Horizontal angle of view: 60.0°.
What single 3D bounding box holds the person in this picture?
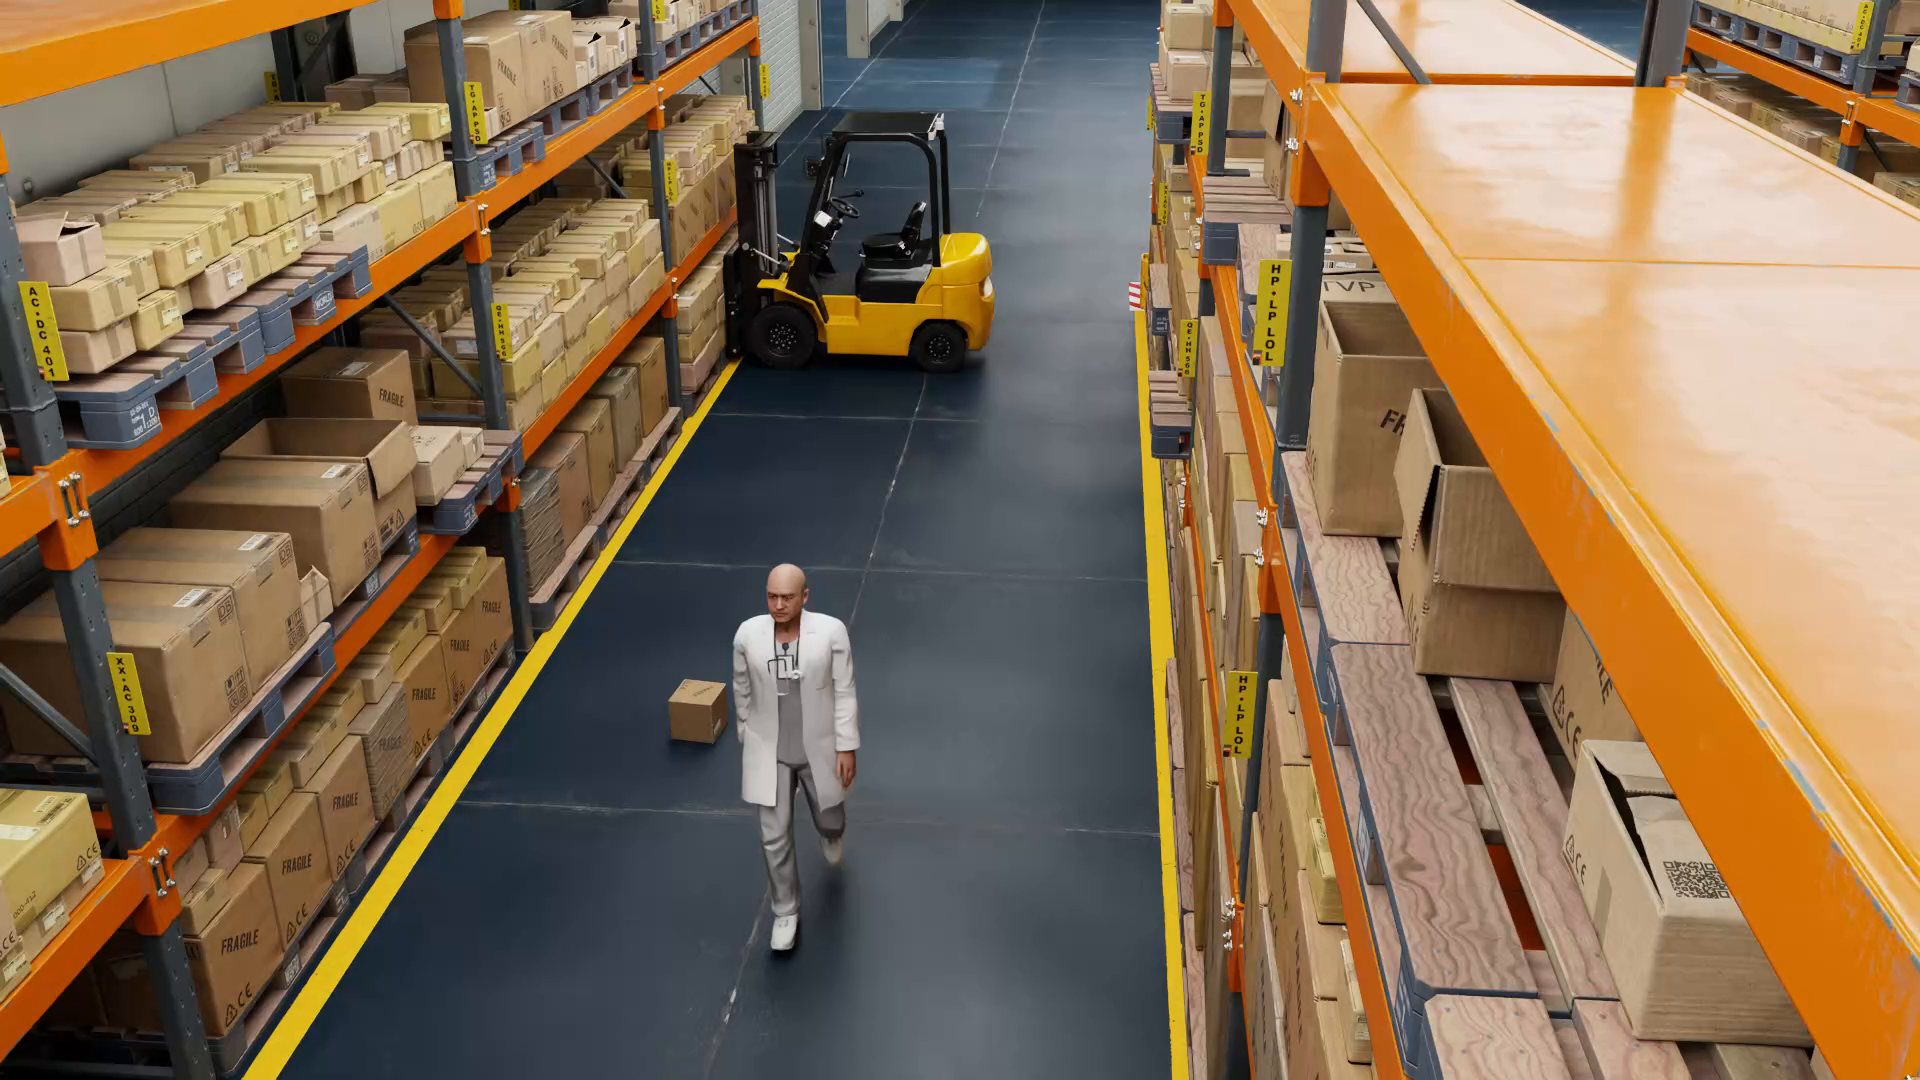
[{"bbox_3d":[-0.735,0.909,7.555,0.582,1.749,0.893,0,24,-1],"label":"person"}]
